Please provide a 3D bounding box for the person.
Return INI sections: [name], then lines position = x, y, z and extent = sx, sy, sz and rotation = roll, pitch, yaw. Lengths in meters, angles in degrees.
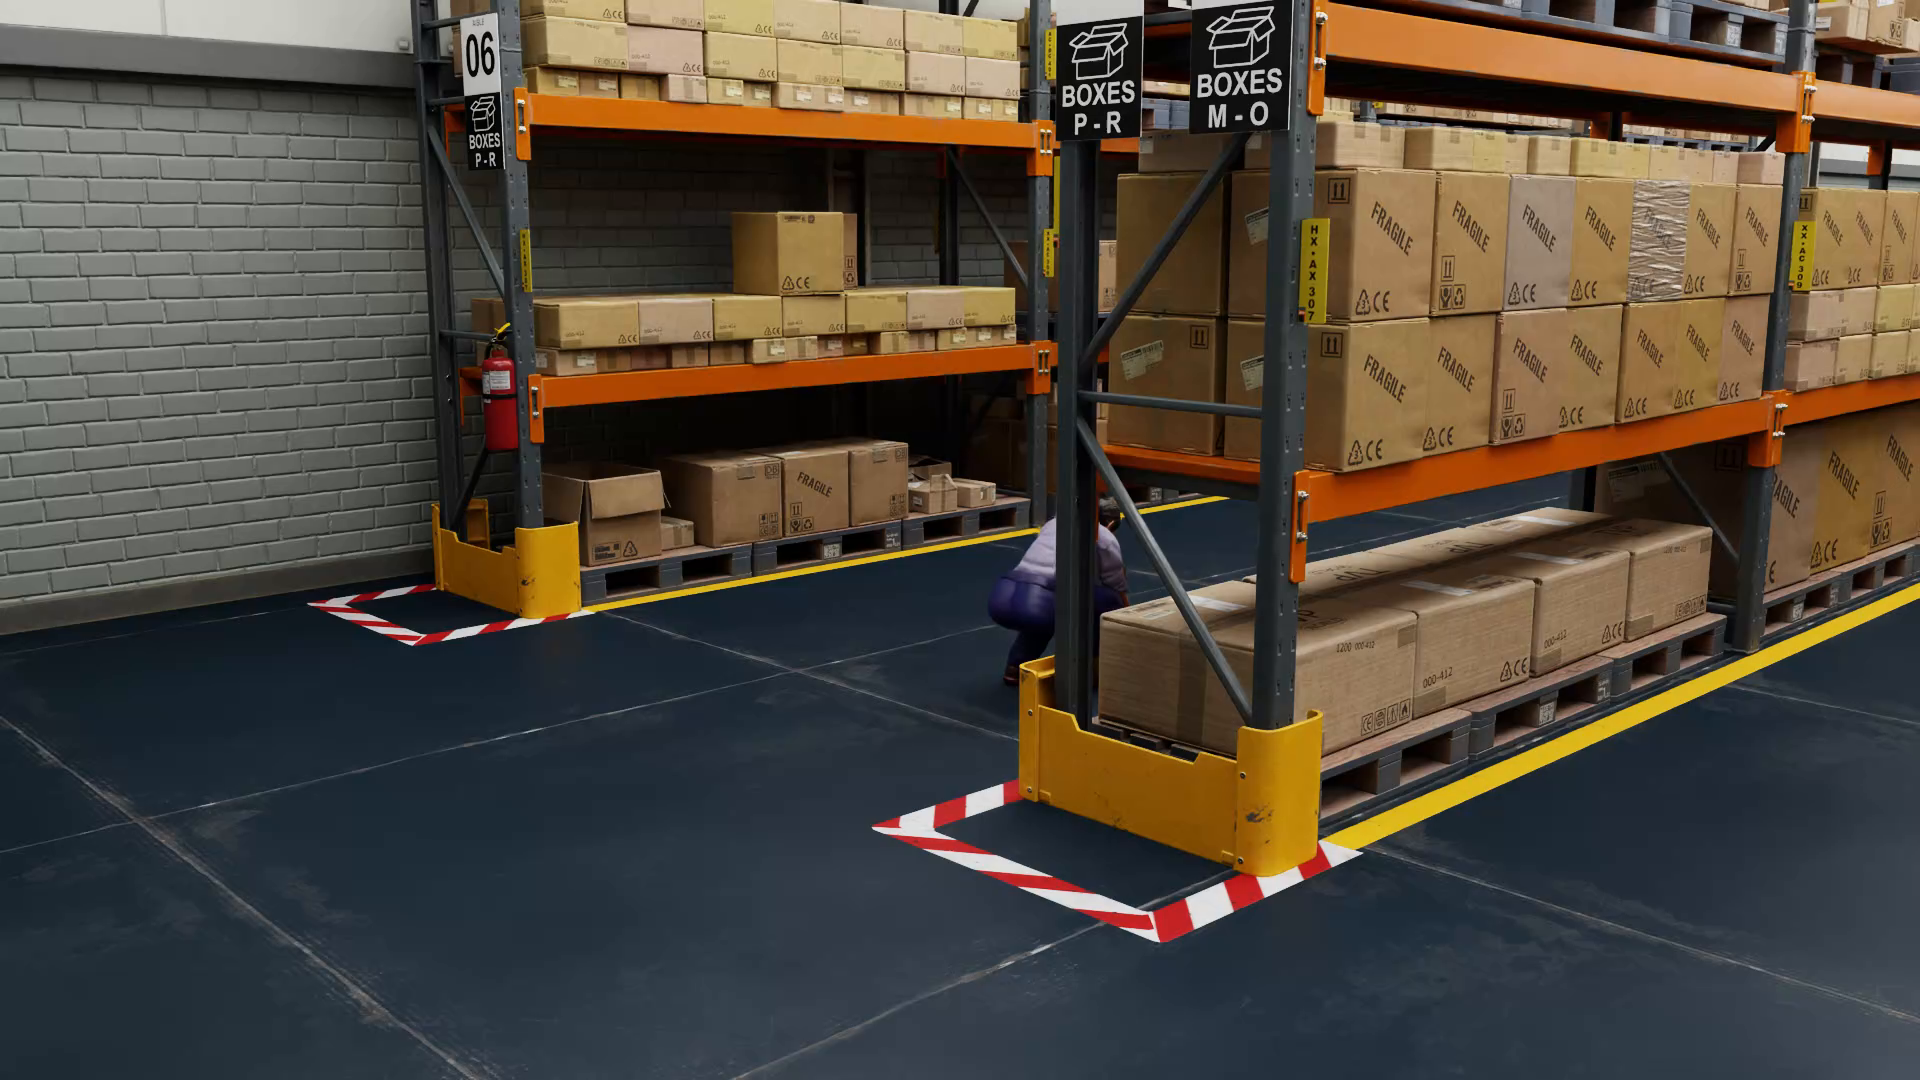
[person]
position = 0.495, 0.261, 7.810
extent = 0.814, 0.832, 0.517
rotation = -10, 15, -43
